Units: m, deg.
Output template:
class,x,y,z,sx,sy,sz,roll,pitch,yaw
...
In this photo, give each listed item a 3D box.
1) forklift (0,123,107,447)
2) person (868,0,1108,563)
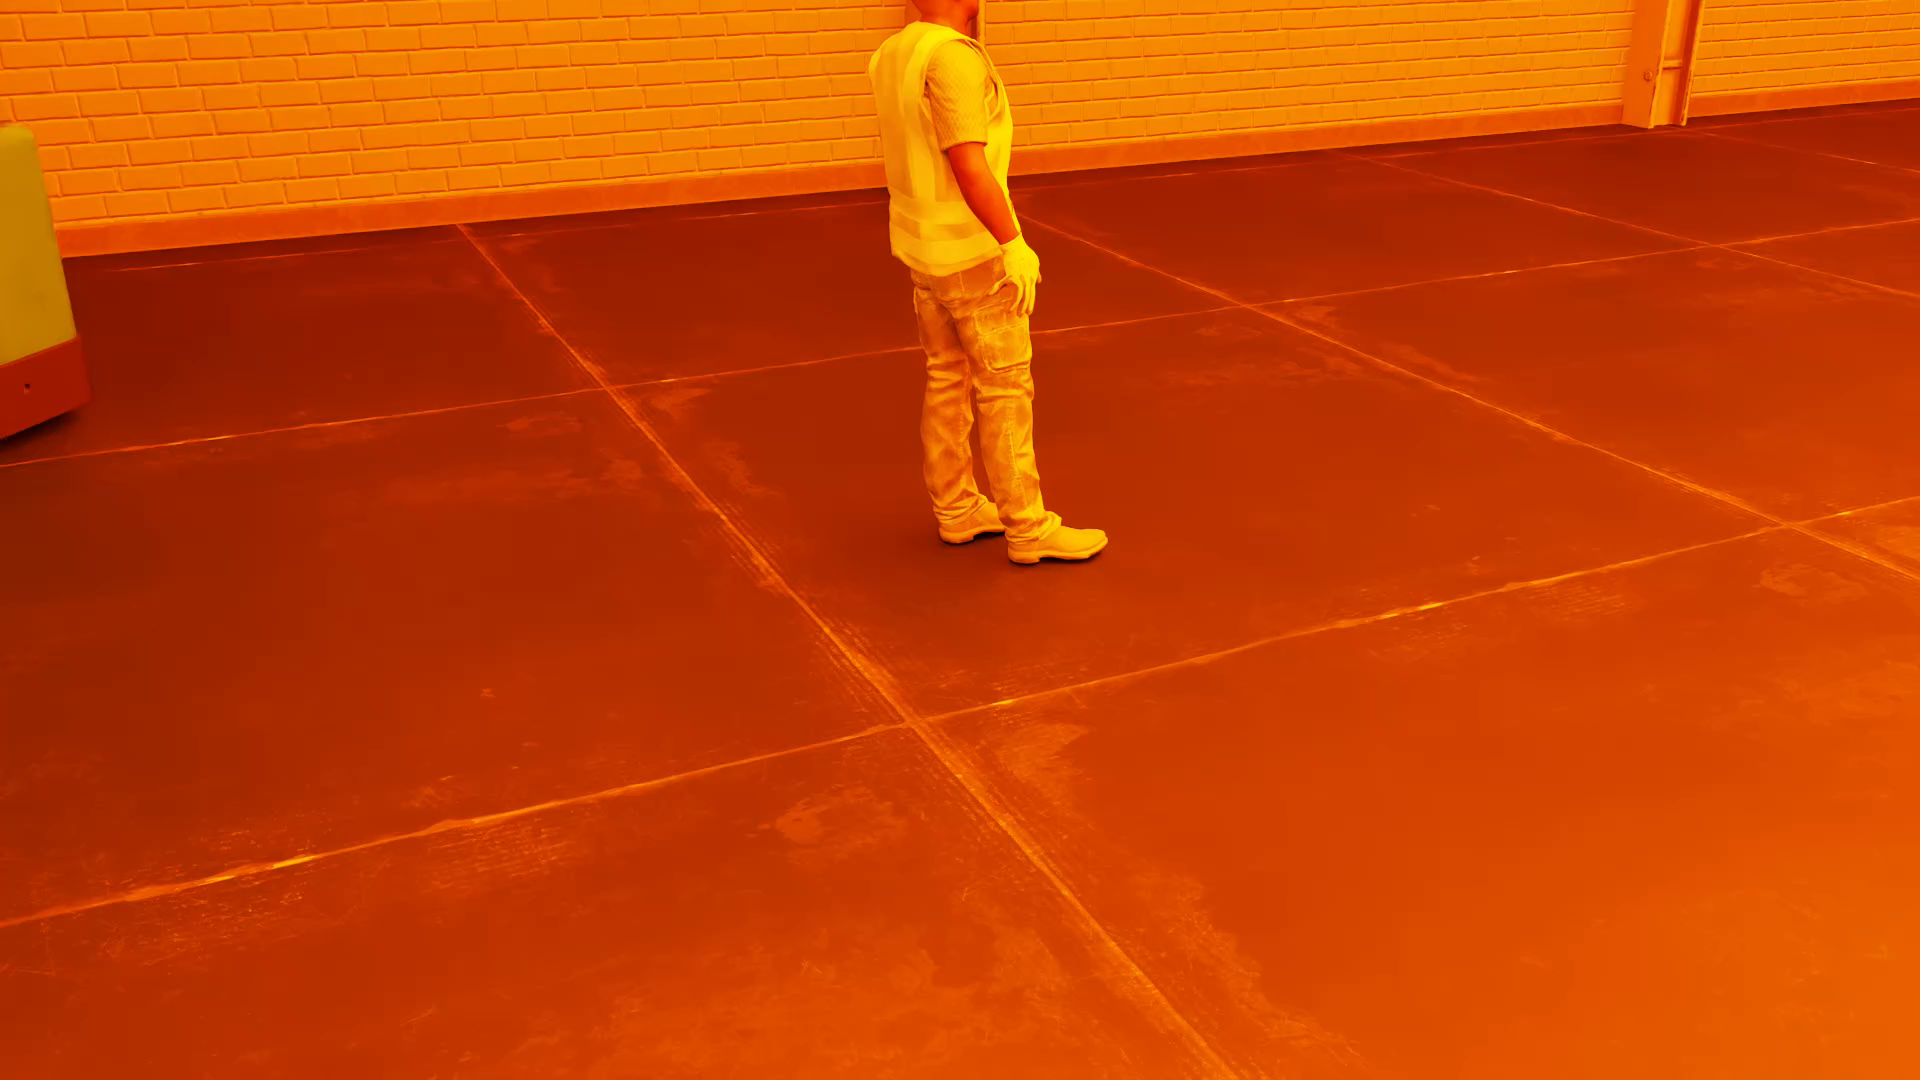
class,x,y,z,sx,sy,sz,roll,pitch,yaw
forklift,-4.739,-1.766,5.536,3.031,2.935,1.130,5,23,12
person,0.069,-0.839,4.782,0.577,1.782,0.656,-10,25,-23
